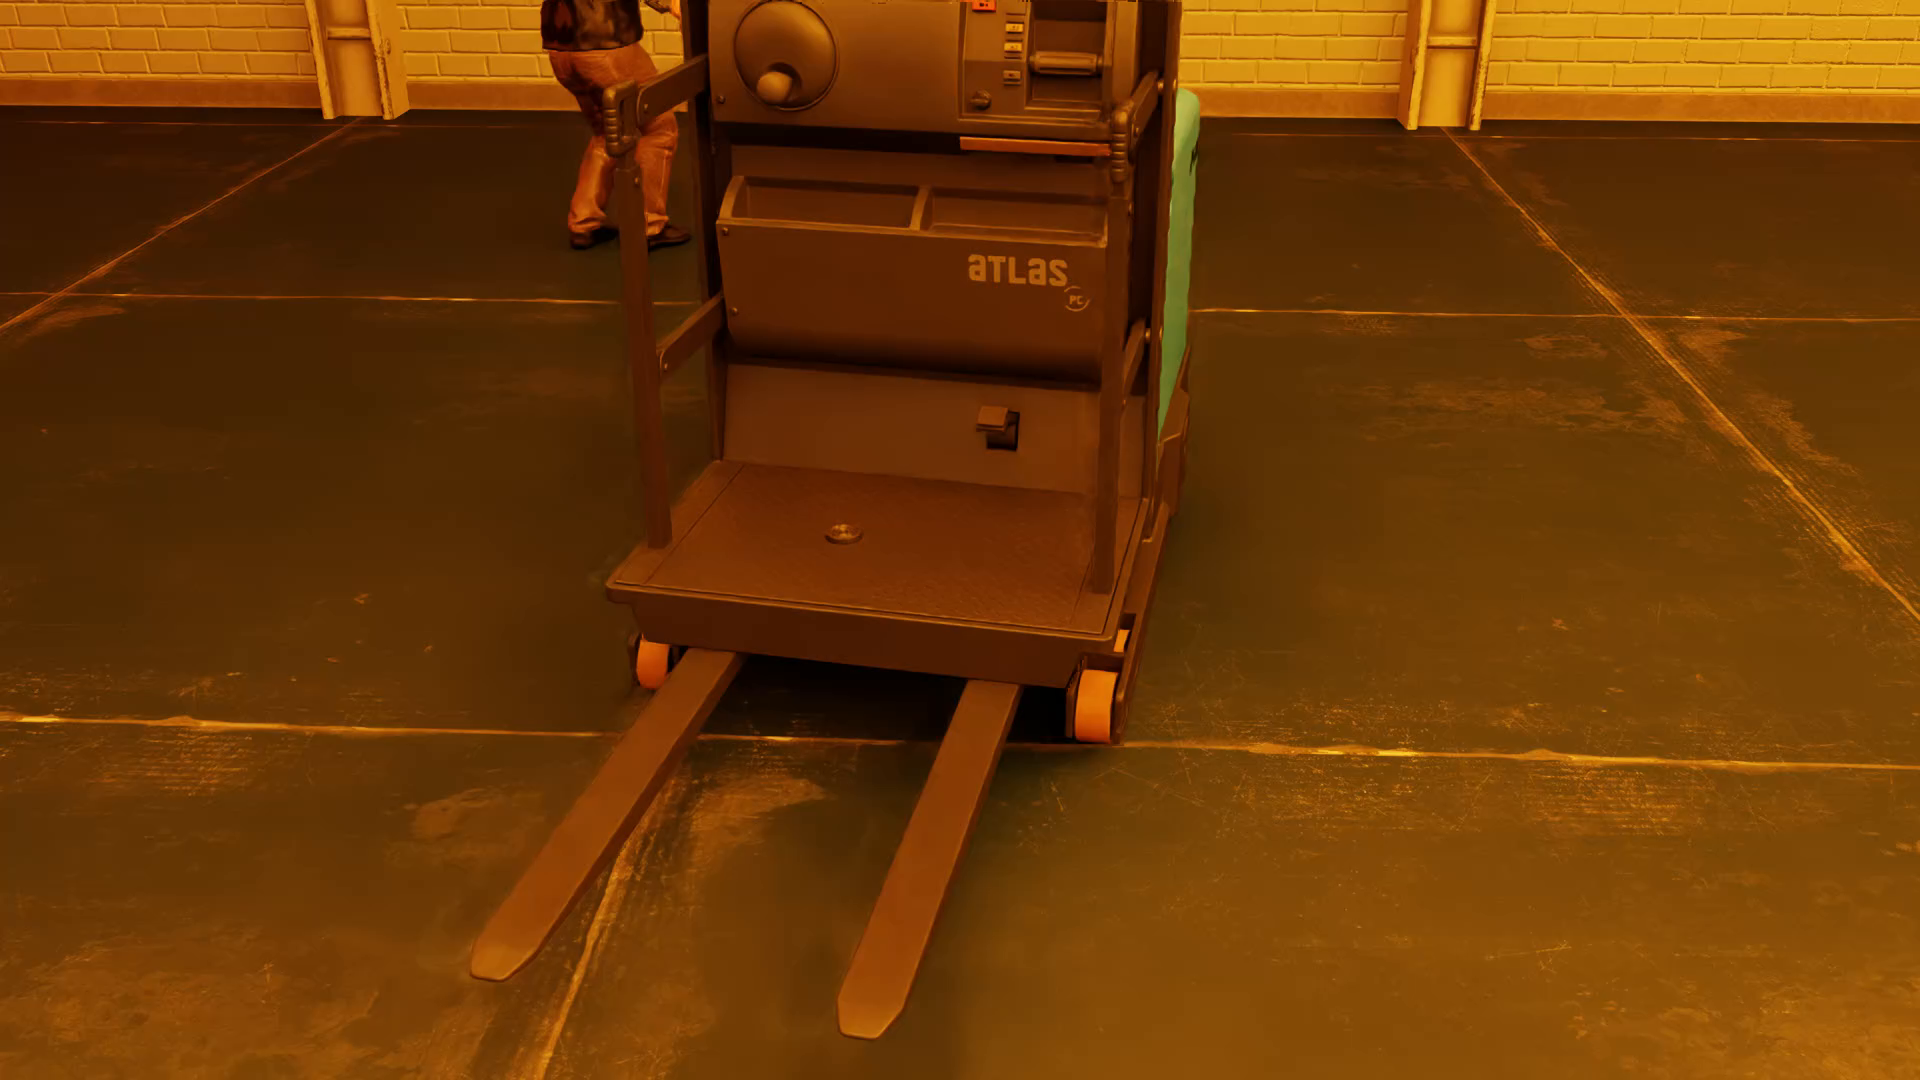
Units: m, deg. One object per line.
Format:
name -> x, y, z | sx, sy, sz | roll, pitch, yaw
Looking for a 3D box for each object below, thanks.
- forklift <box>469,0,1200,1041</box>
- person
forklift -> -0.127, -1.050, 3.337 | 1.130, 2.935, 3.031 | 6, 27, 11
person -> -1.399, -1.995, 6.731 | 0.602, 1.679, 0.764 | -23, 34, -39
